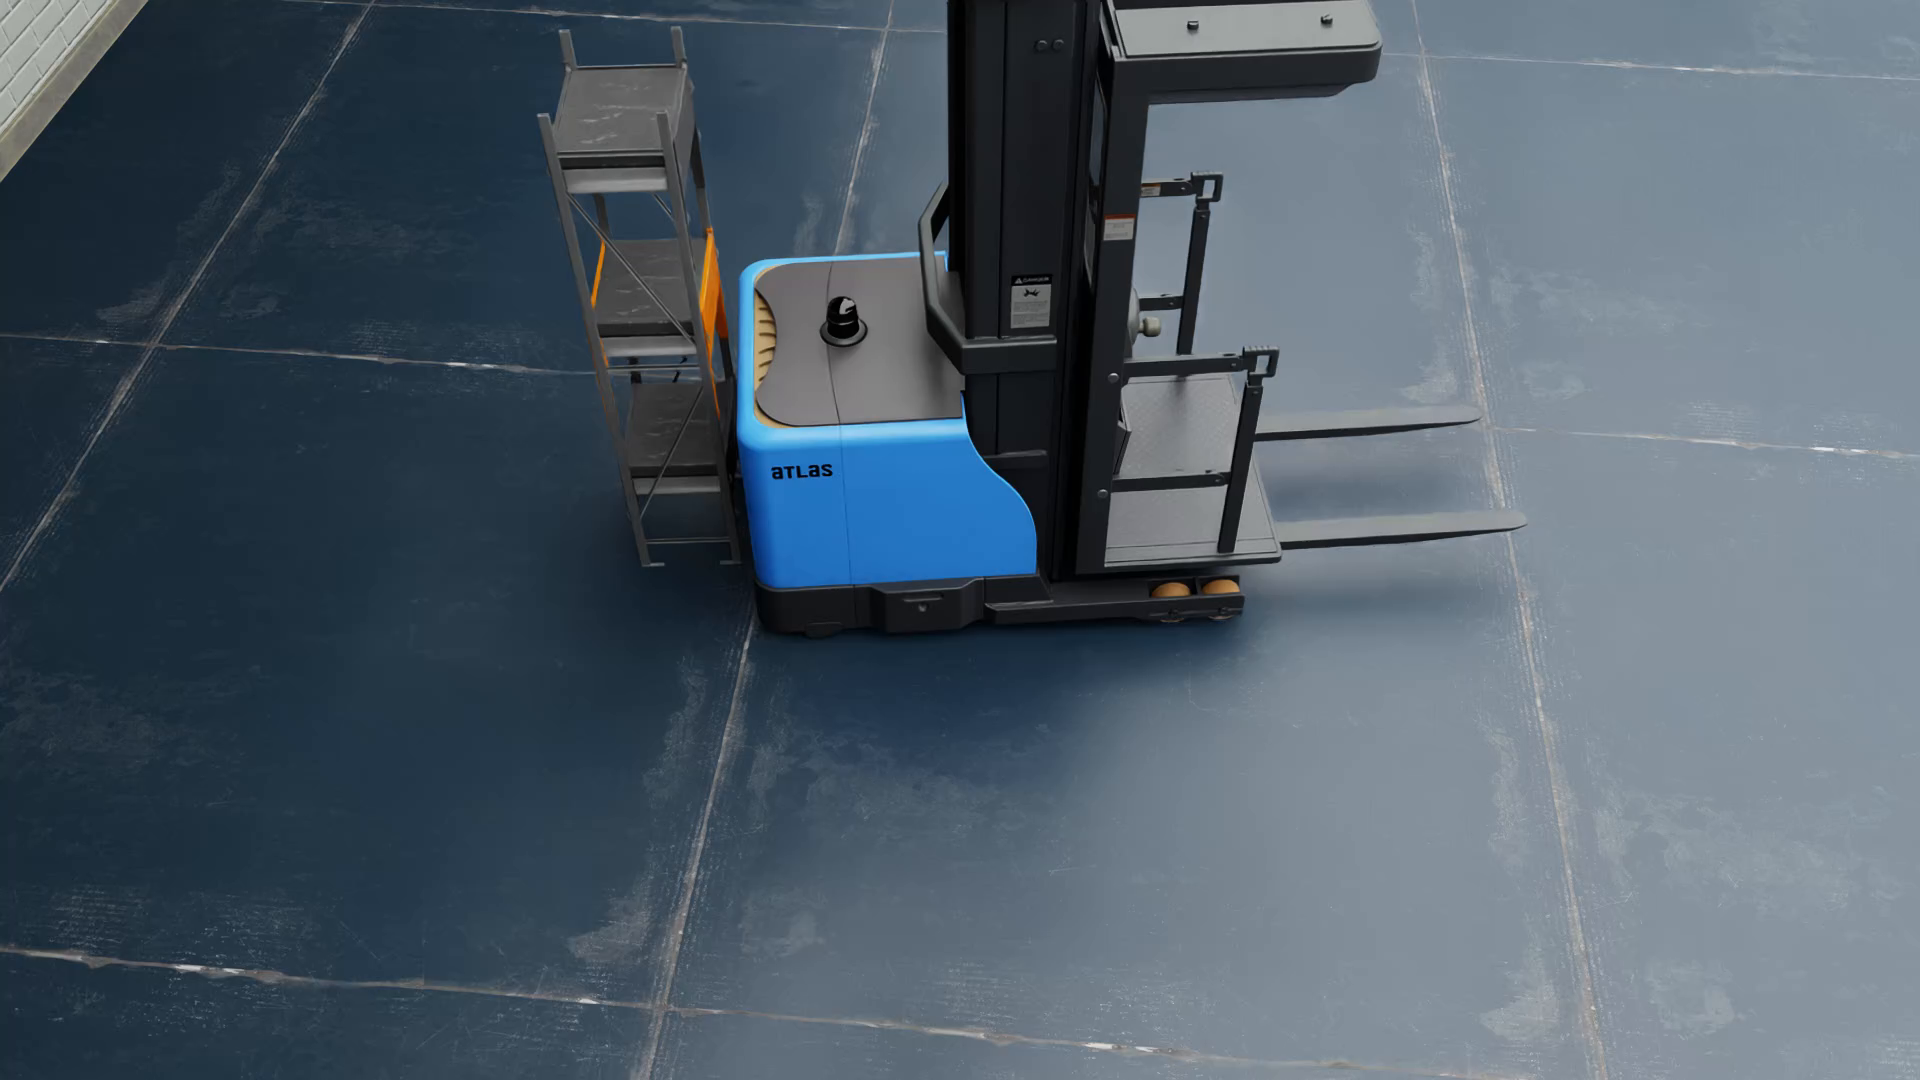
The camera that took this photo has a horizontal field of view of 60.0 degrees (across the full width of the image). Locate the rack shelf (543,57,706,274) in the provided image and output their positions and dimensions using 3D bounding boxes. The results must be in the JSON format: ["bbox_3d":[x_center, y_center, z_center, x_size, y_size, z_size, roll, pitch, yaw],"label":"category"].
[{"bbox_3d":[-1.105,-1.251,5.563,0.431,0.518,0.480,-2,48,-1],"label":"rack shelf"}]

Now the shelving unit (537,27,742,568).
[{"bbox_3d":[-1.096,-0.788,6.070,0.431,2.100,0.503,-2,48,-1],"label":"shelving unit"}]

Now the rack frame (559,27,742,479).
[{"bbox_3d":[-1.103,-0.968,6.234,0.400,2.100,0.015,-2,48,-1],"label":"rack frame"}]

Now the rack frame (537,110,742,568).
[{"bbox_3d":[-1.089,-0.608,5.905,0.400,2.100,0.015,-2,48,-1],"label":"rack frame"}]

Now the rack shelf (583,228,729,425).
[{"bbox_3d":[-1.096,-0.779,6.080,0.431,0.518,0.480,-2,48,-1],"label":"rack shelf"}]

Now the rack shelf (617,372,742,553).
[{"bbox_3d":[-1.087,-0.306,6.596,0.431,0.518,0.480,-2,48,-1],"label":"rack shelf"}]

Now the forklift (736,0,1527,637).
[{"bbox_3d":[0.695,-1.057,5.756,3.031,2.935,1.130,-3,48,-3],"label":"forklift"}]
